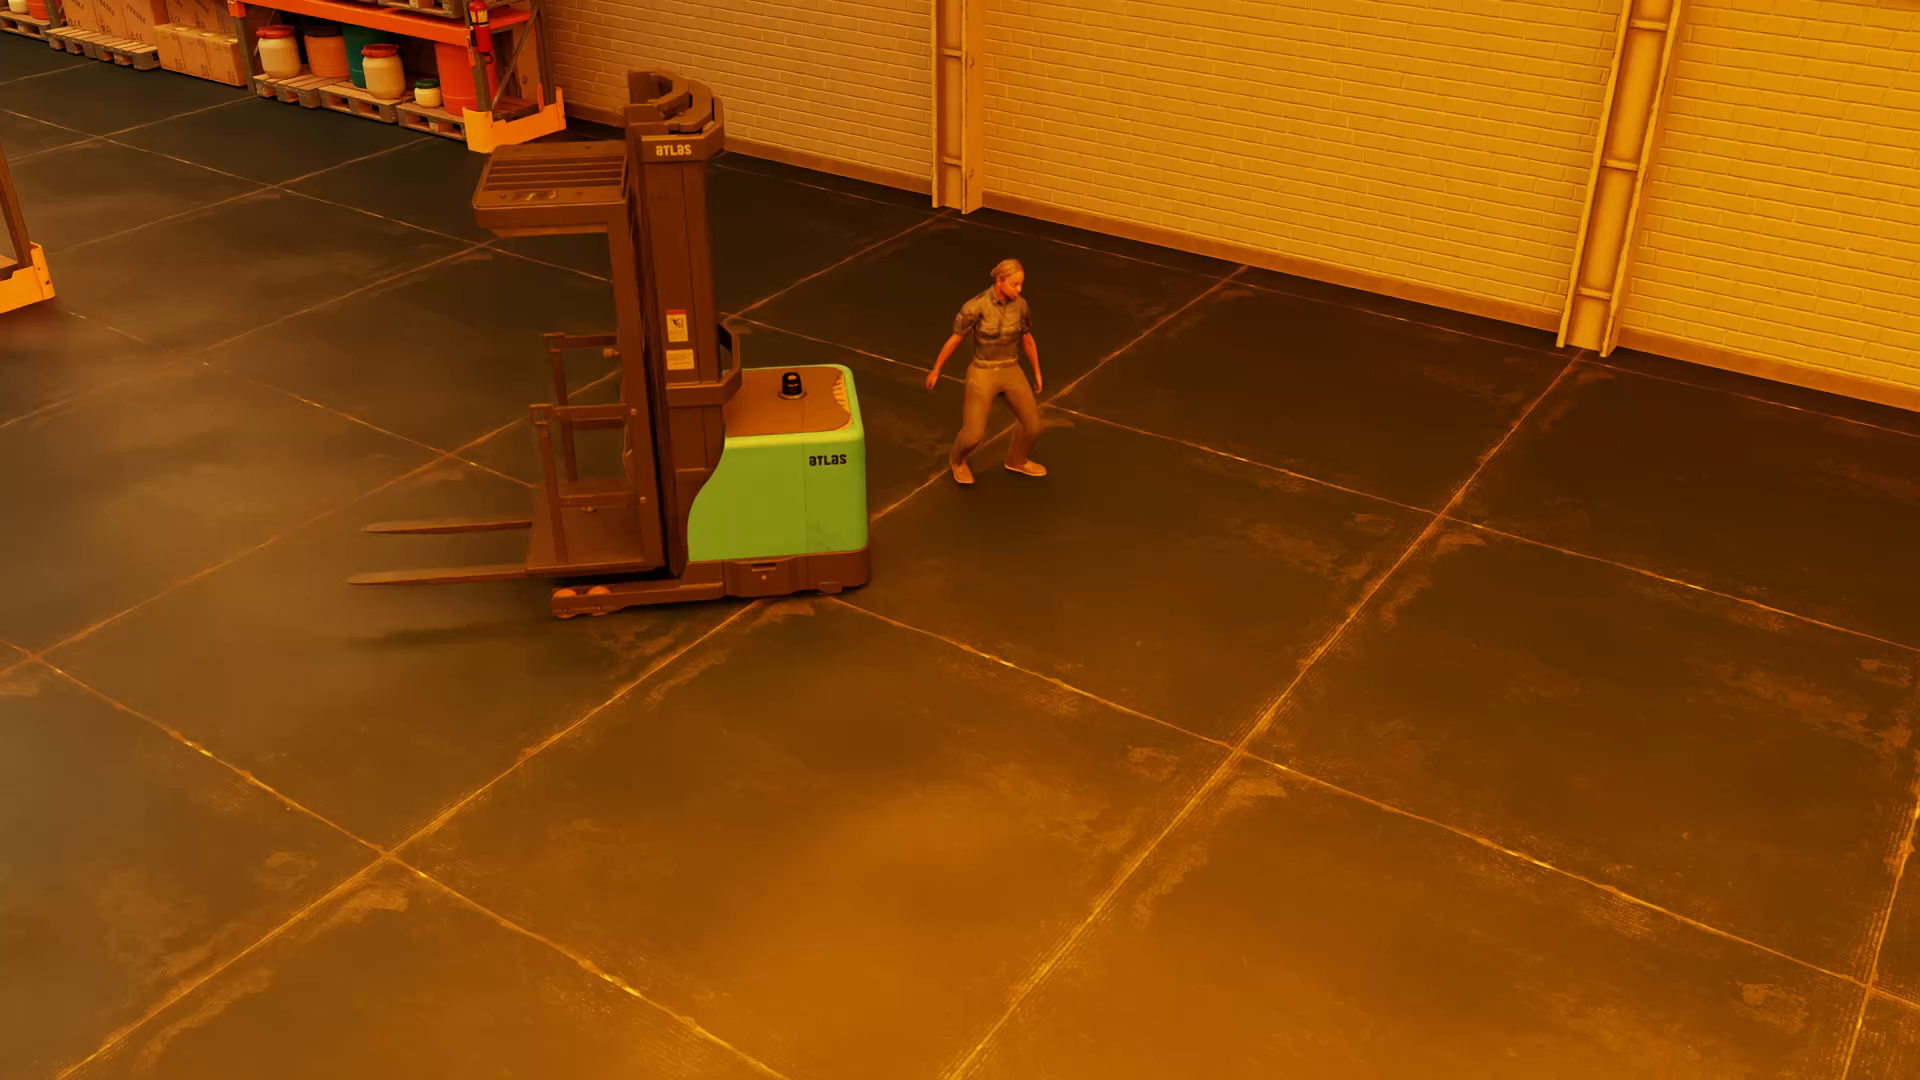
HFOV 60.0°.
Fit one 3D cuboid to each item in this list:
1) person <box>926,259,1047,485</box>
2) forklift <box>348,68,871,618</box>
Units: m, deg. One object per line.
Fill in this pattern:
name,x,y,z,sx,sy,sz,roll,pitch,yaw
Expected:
person,0.180,-1.095,10.827,0.817,1.588,0.466,-10,32,-17
forklift,-2.092,-1.095,9.466,3.031,2.935,1.130,-4,30,-7
